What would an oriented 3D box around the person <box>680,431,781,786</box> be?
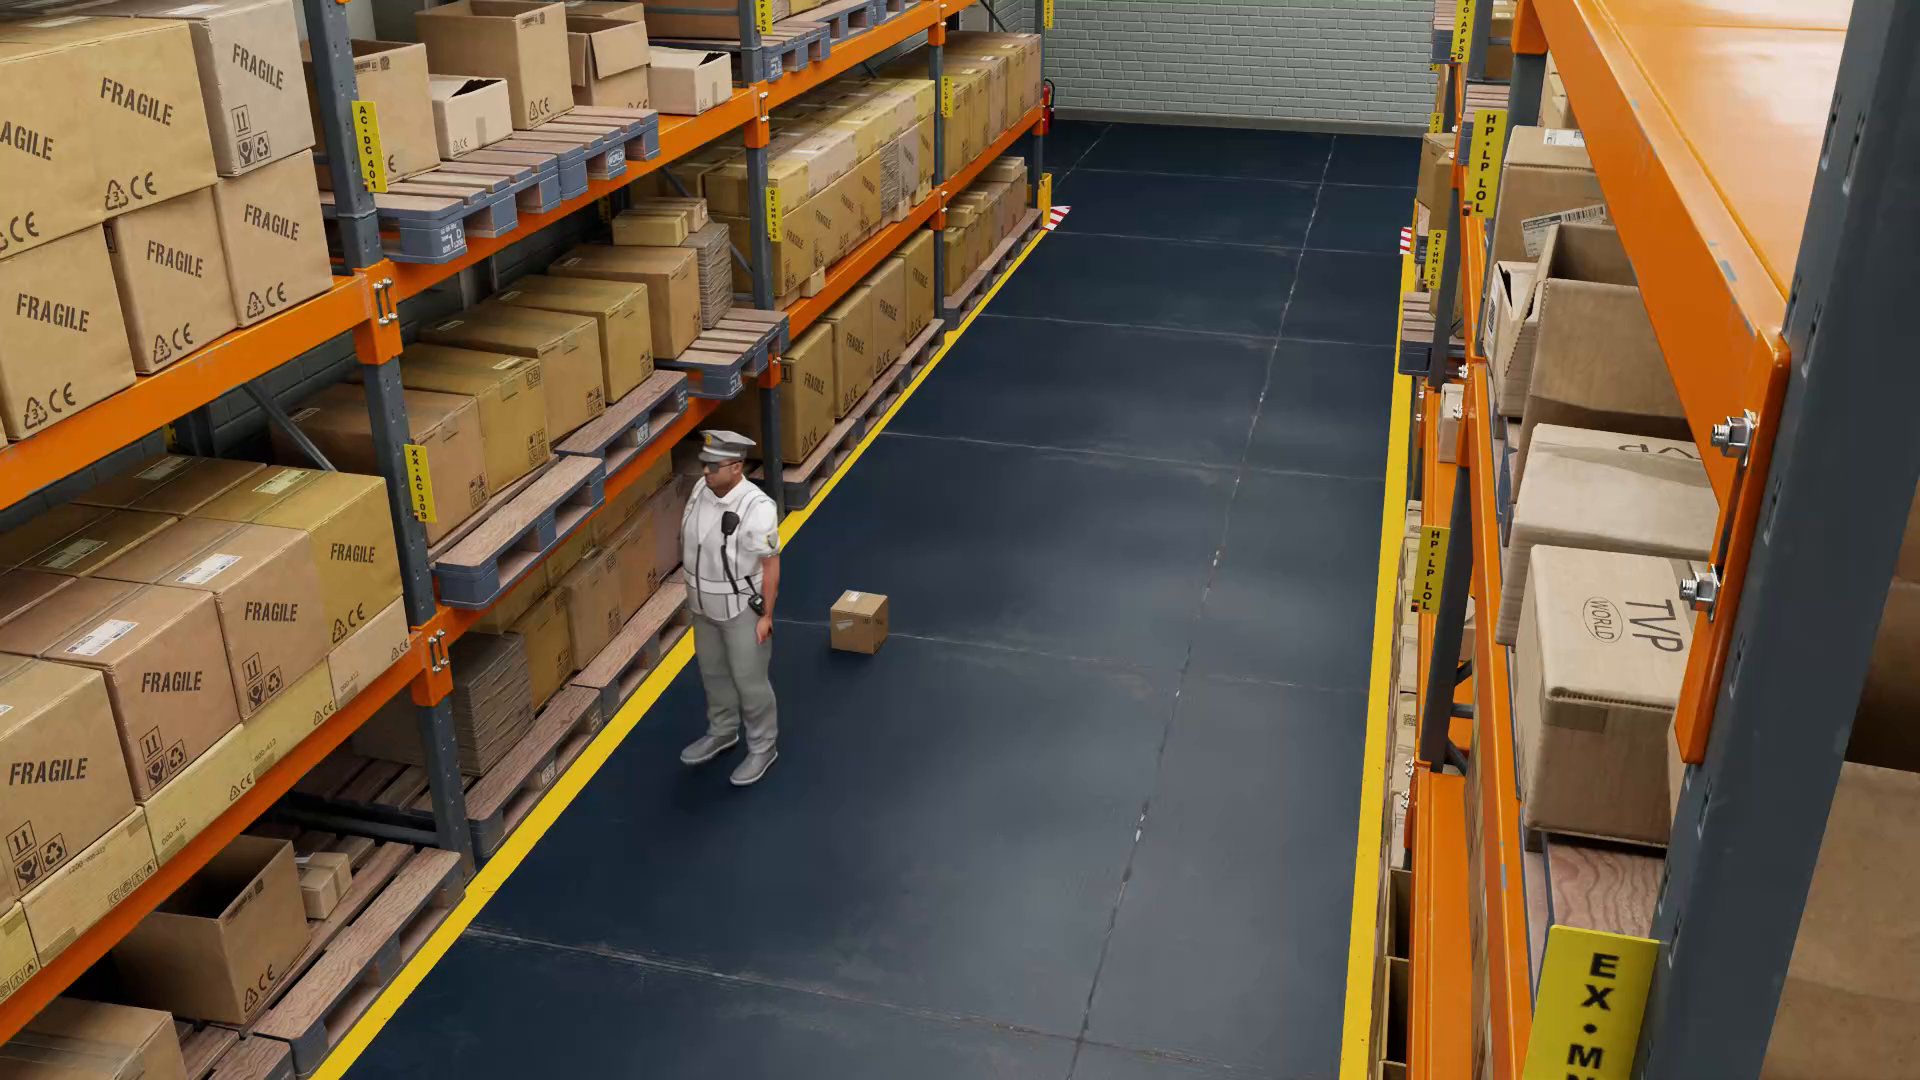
[{"bbox_3d":[-1.096,0.300,7.940,0.525,1.778,0.399,17,30,32],"label":"person"}]
